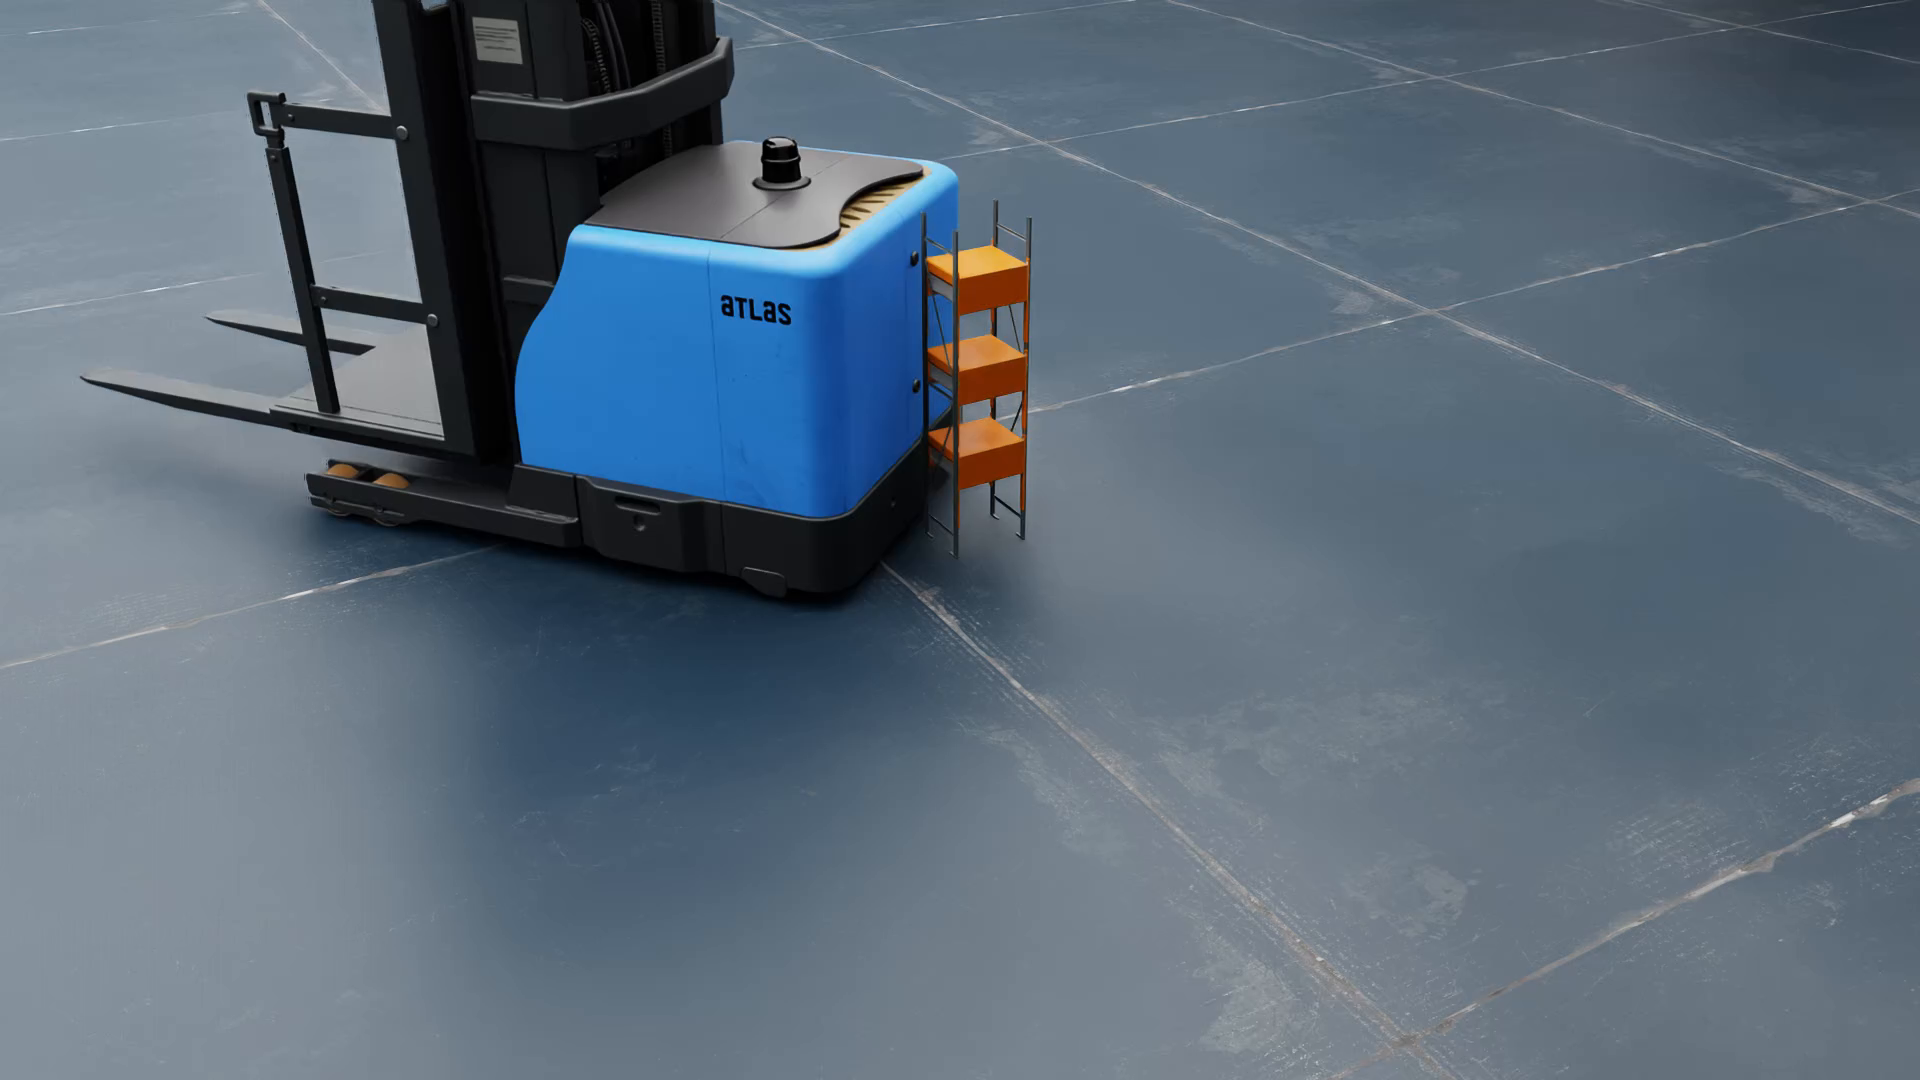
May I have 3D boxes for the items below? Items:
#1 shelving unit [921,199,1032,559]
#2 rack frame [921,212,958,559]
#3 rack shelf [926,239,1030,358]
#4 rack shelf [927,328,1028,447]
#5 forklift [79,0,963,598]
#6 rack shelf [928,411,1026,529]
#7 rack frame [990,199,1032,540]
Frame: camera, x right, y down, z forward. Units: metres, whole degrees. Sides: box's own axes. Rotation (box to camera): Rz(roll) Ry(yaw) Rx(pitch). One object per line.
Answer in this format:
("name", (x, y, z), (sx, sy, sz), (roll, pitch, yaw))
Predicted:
("shelving unit", (0.046, -0.473, 5.020), (0.252, 1.050, 0.215), (-16, 33, -26))
("rack frame", (-0.059, -0.443, 4.966), (0.008, 1.050, 0.200), (-16, 33, -26))
("rack shelf", (0.046, -0.712, 4.888), (0.240, 0.259, 0.215), (-16, 33, -26))
("rack shelf", (0.046, -0.463, 5.025), (0.240, 0.259, 0.215), (-16, 33, -26))
("forklift", (-1.561, -1.551, 5.026), (3.031, 2.935, 1.130), (11, 31, 18))
("rack shelf", (0.046, -0.220, 5.159), (0.240, 0.259, 0.215), (-16, 33, -26))
("rack frame", (0.151, -0.503, 5.074), (0.008, 1.050, 0.200), (-16, 33, -26))
